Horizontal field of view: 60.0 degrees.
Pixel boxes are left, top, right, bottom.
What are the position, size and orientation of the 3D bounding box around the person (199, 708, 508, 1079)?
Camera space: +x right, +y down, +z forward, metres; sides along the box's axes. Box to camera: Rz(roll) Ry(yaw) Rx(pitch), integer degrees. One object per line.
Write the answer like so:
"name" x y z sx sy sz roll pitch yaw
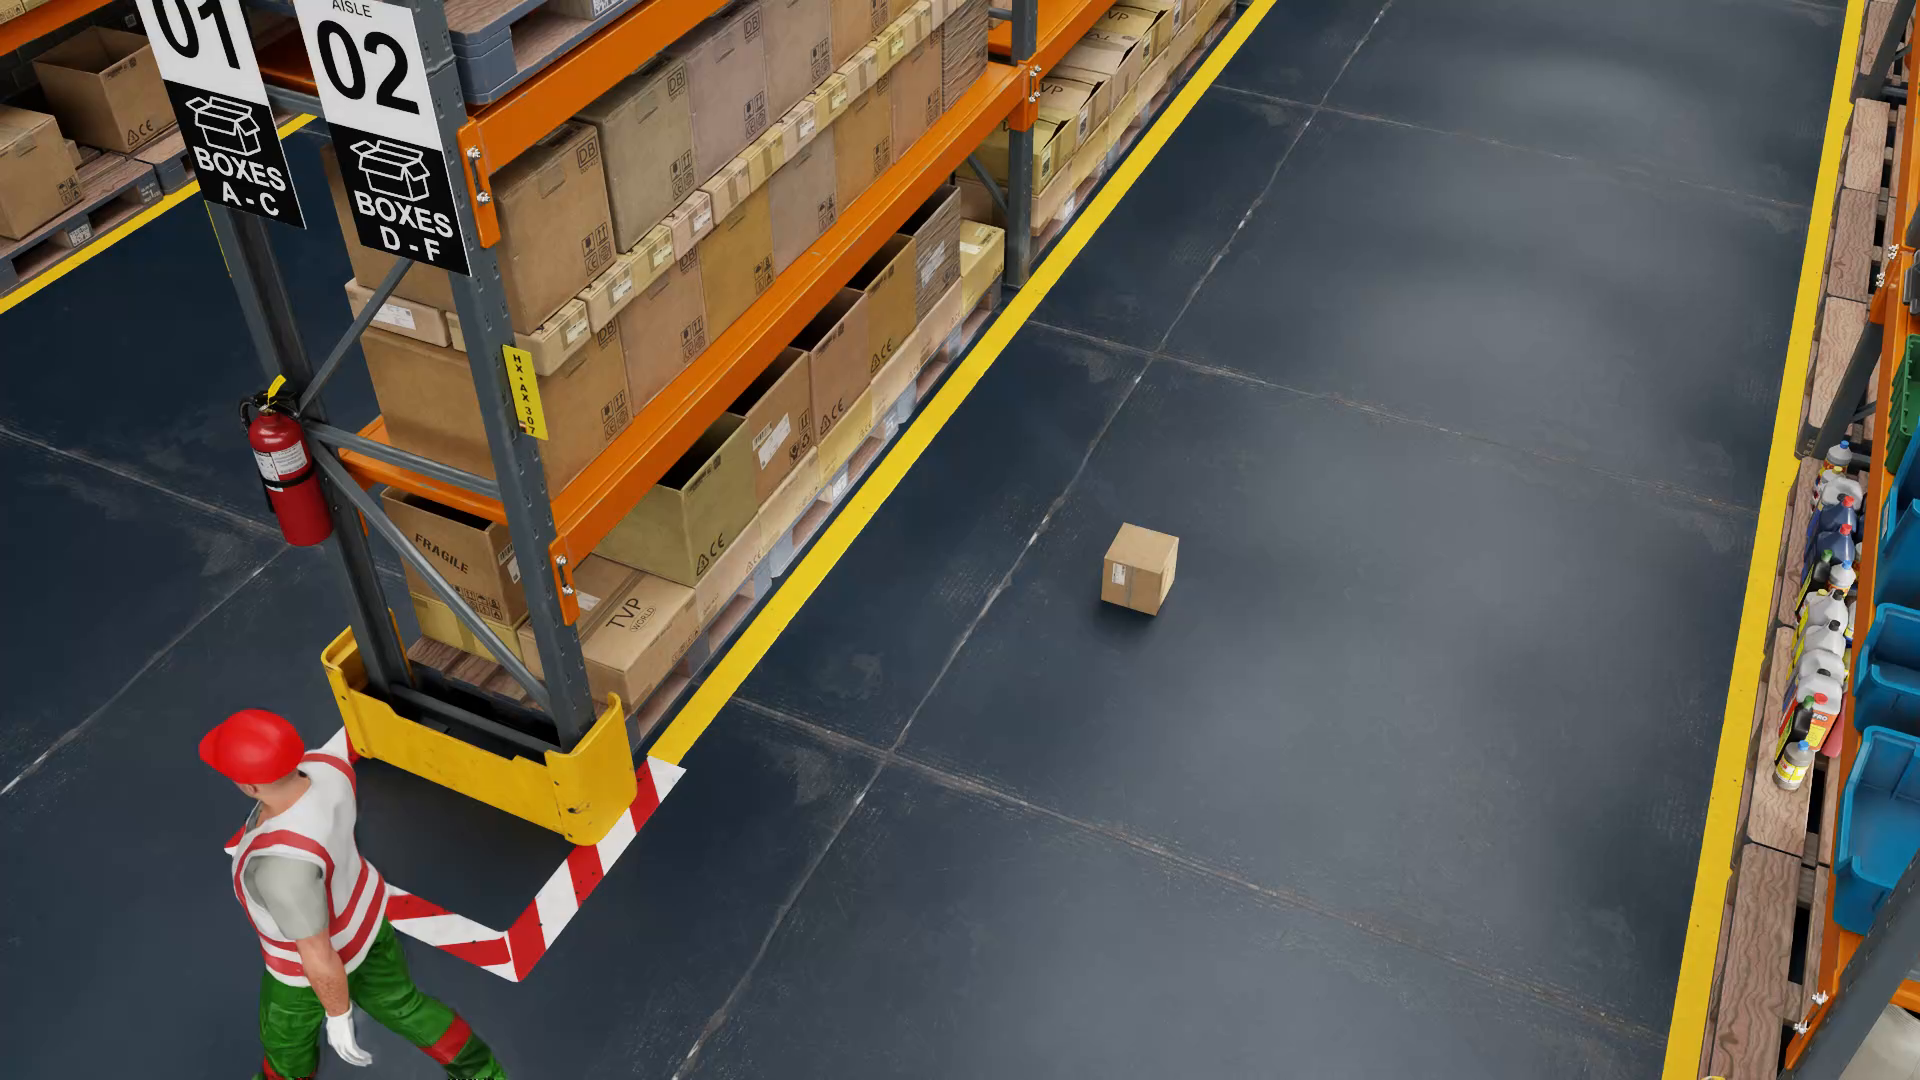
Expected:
"person" -1.928 1.162 4.831 0.980 1.736 0.636 3 42 3
